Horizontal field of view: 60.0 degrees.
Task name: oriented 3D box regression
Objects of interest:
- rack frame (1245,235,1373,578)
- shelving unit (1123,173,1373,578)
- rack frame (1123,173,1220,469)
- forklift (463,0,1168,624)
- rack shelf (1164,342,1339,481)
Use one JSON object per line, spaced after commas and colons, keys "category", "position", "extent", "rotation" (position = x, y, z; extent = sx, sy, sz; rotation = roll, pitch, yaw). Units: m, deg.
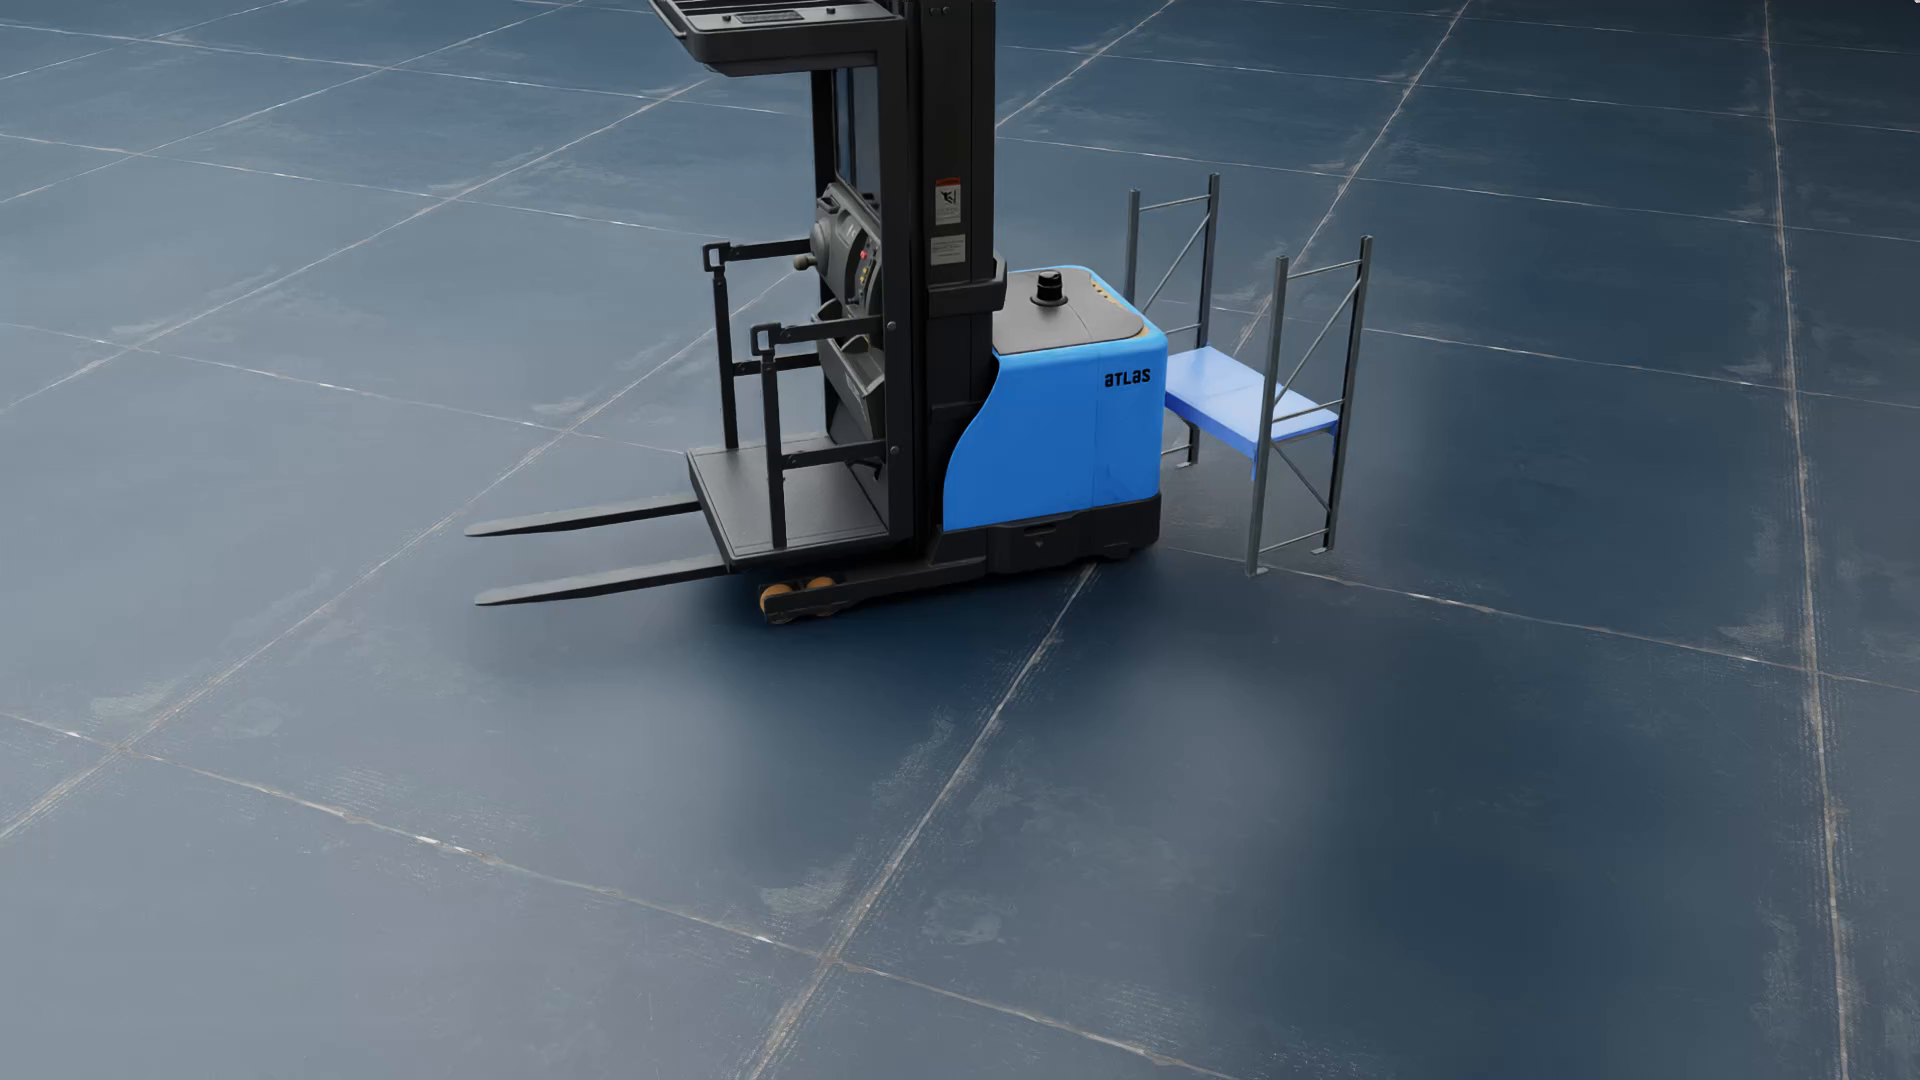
{"category": "rack frame", "position": [1.503, -0.554, 7.205], "extent": [0.500, 1.500, 0.032], "rotation": [-16, 33, -26]}
{"category": "shelving unit", "position": [1.243, -0.769, 7.586], "extent": [0.538, 1.500, 1.048], "rotation": [-16, 33, -26]}
{"category": "rack frame", "position": [0.984, -0.984, 7.966], "extent": [0.500, 1.500, 0.032], "rotation": [-16, 33, -26]}
{"category": "forklift", "position": [-0.662, -1.209, 6.910], "extent": [3.031, 2.935, 1.130], "rotation": [-9, 31, -16]}
{"category": "rack shelf", "position": [1.243, -0.612, 7.674], "extent": [0.538, 0.185, 1.000], "rotation": [-16, 33, -26]}
